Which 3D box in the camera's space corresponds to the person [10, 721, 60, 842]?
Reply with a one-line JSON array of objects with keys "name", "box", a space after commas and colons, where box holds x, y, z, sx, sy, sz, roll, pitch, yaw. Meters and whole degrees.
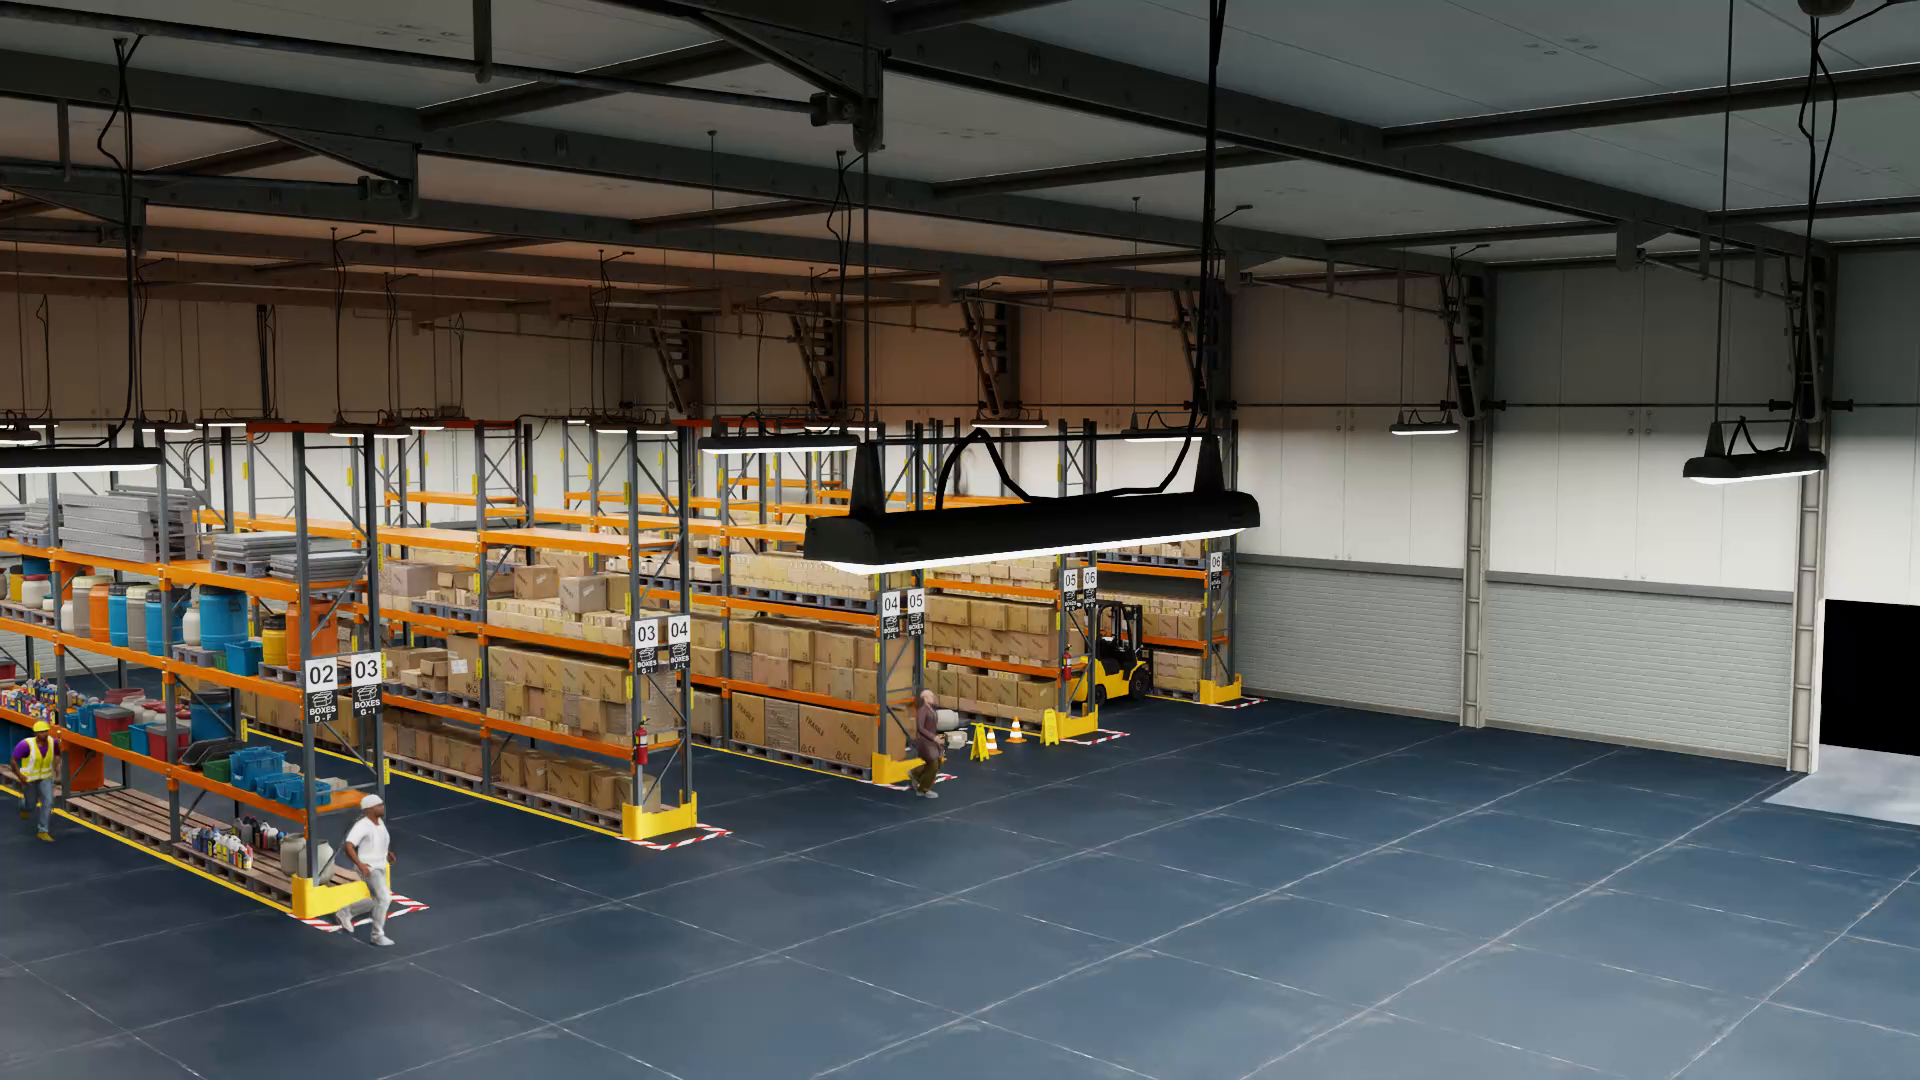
[{"name": "person", "box": [-13.537, 3.501, 24.354, 0.941, 1.748, 0.704, 4, 6, 39]}]

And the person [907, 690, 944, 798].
[{"name": "person", "box": [-0.555, 3.277, 26.818, 0.664, 1.738, 0.756, 1, 5, 11]}]

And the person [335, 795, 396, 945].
[{"name": "person", "box": [-7.003, 3.888, 19.655, 0.751, 1.752, 0.746, 0, 5, 3]}]

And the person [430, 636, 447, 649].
[{"name": "person", "box": [-12.662, 2.210, 40.591, 0.560, 1.624, 0.893, 5, 6, 44]}]
